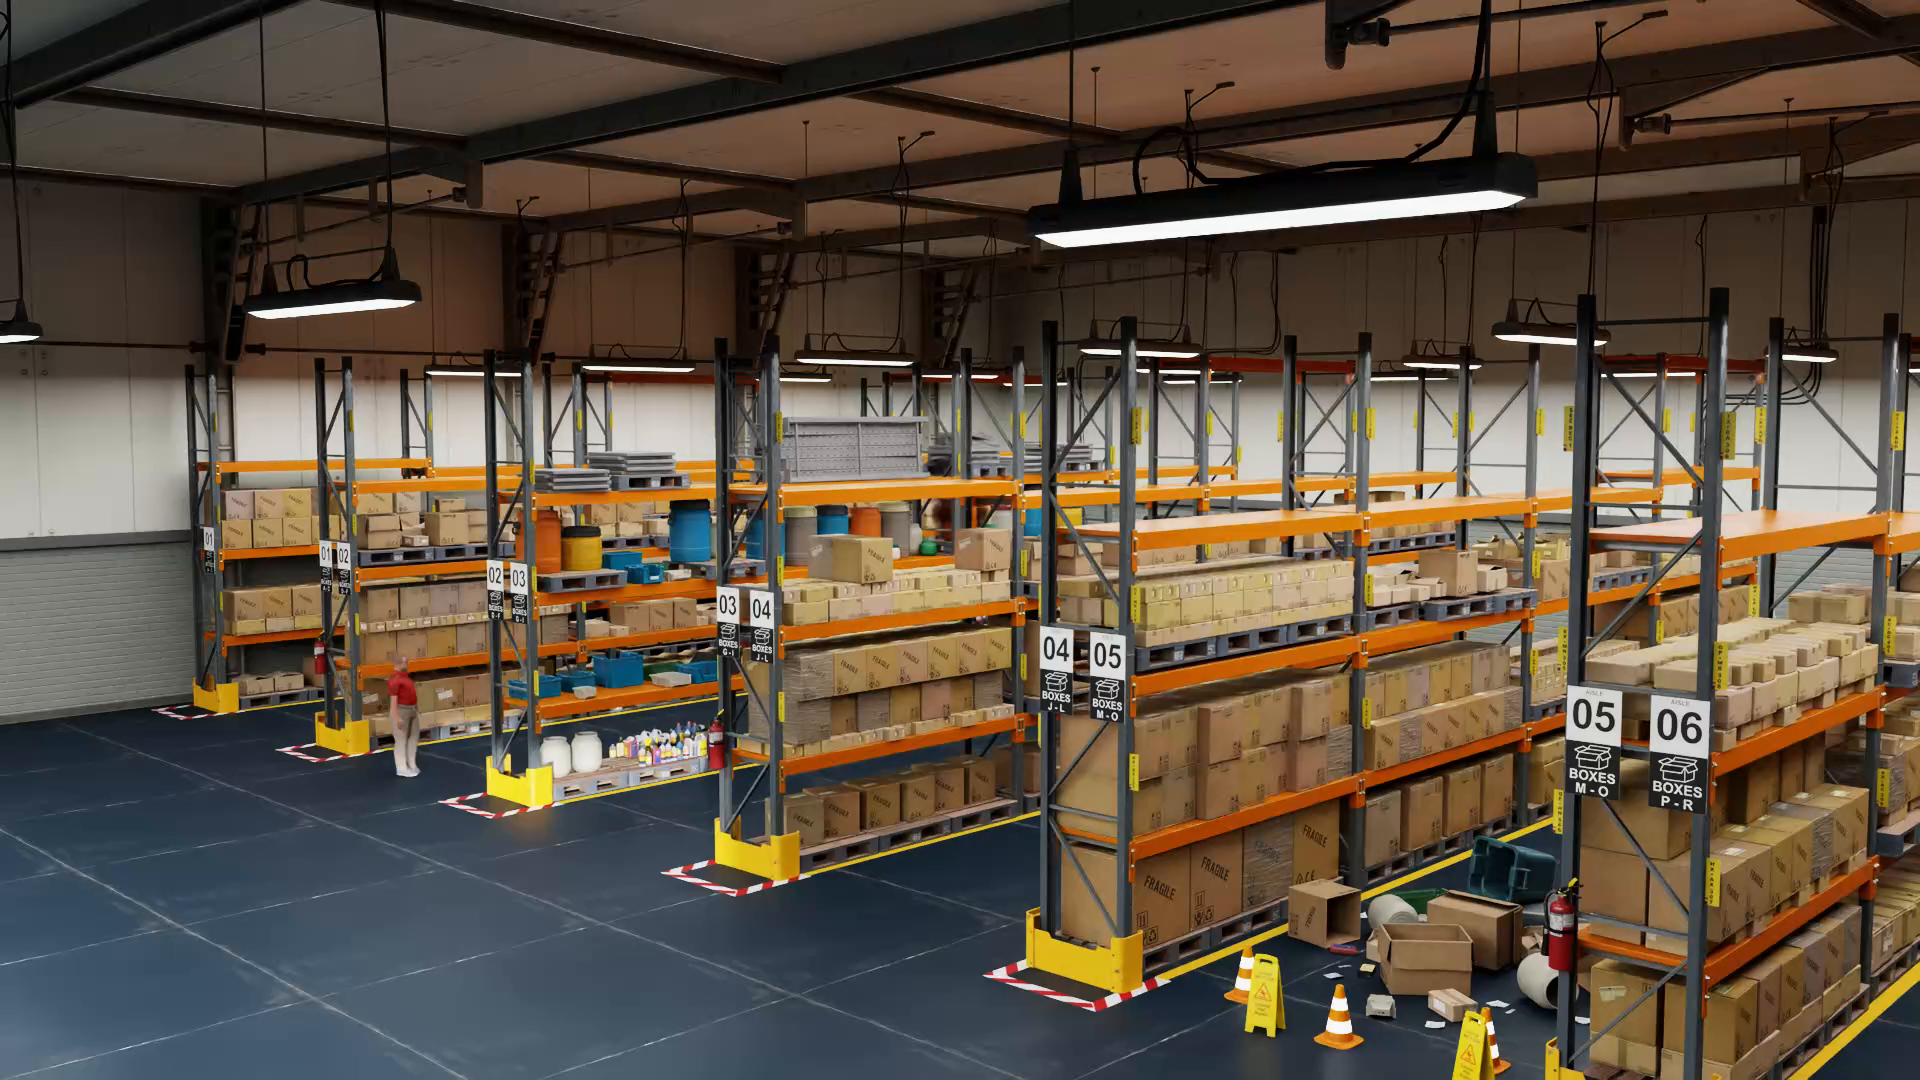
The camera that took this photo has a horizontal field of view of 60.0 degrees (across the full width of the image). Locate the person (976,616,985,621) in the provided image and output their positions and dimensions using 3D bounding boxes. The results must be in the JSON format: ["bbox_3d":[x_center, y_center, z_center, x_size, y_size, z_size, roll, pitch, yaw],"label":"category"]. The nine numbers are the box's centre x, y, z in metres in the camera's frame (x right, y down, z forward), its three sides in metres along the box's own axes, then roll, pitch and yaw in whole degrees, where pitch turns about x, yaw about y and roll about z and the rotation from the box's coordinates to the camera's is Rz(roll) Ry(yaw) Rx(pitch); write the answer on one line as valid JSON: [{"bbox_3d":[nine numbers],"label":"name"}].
[{"bbox_3d":[0.531,1.752,33.803,0.512,1.686,0.497,-3,5,-35],"label":"person"}]

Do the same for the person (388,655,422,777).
[{"bbox_3d":[-7.900,2.510,23.718,0.433,1.765,0.618,1,5,15],"label":"person"}]
